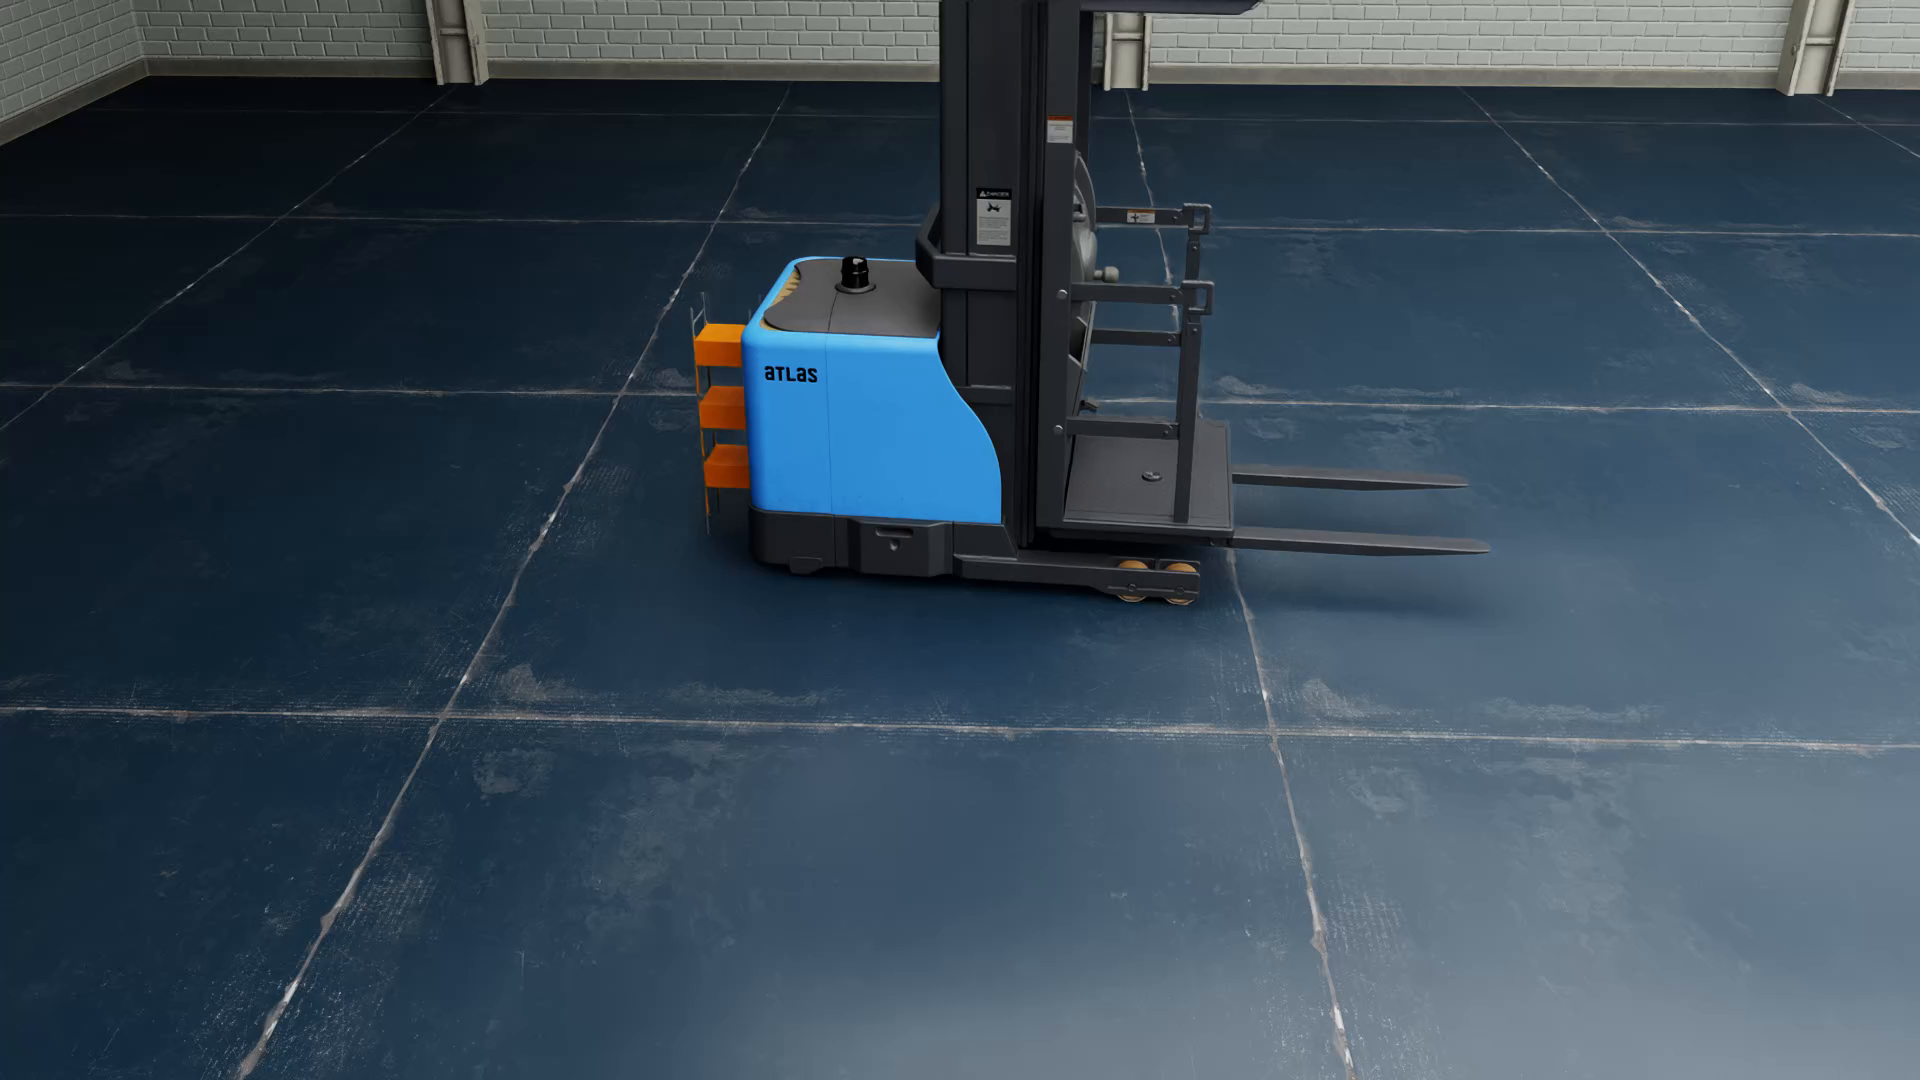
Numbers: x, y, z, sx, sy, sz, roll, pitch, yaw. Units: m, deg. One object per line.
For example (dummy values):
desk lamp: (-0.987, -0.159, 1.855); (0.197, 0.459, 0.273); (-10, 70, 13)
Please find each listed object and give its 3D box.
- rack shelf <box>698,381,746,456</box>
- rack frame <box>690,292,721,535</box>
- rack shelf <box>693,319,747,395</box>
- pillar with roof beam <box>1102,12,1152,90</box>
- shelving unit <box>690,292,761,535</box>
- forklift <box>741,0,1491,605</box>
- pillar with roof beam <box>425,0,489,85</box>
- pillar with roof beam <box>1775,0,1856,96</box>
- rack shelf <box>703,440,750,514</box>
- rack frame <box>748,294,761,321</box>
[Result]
rack shelf: (-0.968, -0.515, 7.123); (0.240, 0.259, 0.215); (3, 28, 6)
rack frame: (-1.089, -0.531, 7.131); (0.008, 1.050, 0.200); (3, 28, 6)
rack shelf: (-0.968, -0.766, 6.990); (0.240, 0.259, 0.215); (3, 28, 6)
pillar with roof beam: (1.329, -6.036, 9.029); (0.400, 9.000, 9.100); (1, 28, 2)
shelving unit: (-0.968, -0.524, 7.118); (0.252, 1.050, 0.215); (3, 28, 6)
forklift: (0.676, -1.296, 6.566); (3.031, 2.935, 1.130); (3, 28, 6)
pillar with roof beam: (-4.667, -6.135, 9.216); (0.400, 9.000, 9.100); (1, 28, 2)
pillar with roof beam: (7.326, -5.937, 8.842); (0.400, 9.000, 9.100); (1, 28, 2)
rack shelf: (-0.968, -0.269, 7.253); (0.240, 0.259, 0.215); (3, 28, 6)
rack frame: (-0.847, -0.517, 7.105); (0.008, 1.050, 0.200); (3, 28, 6)
